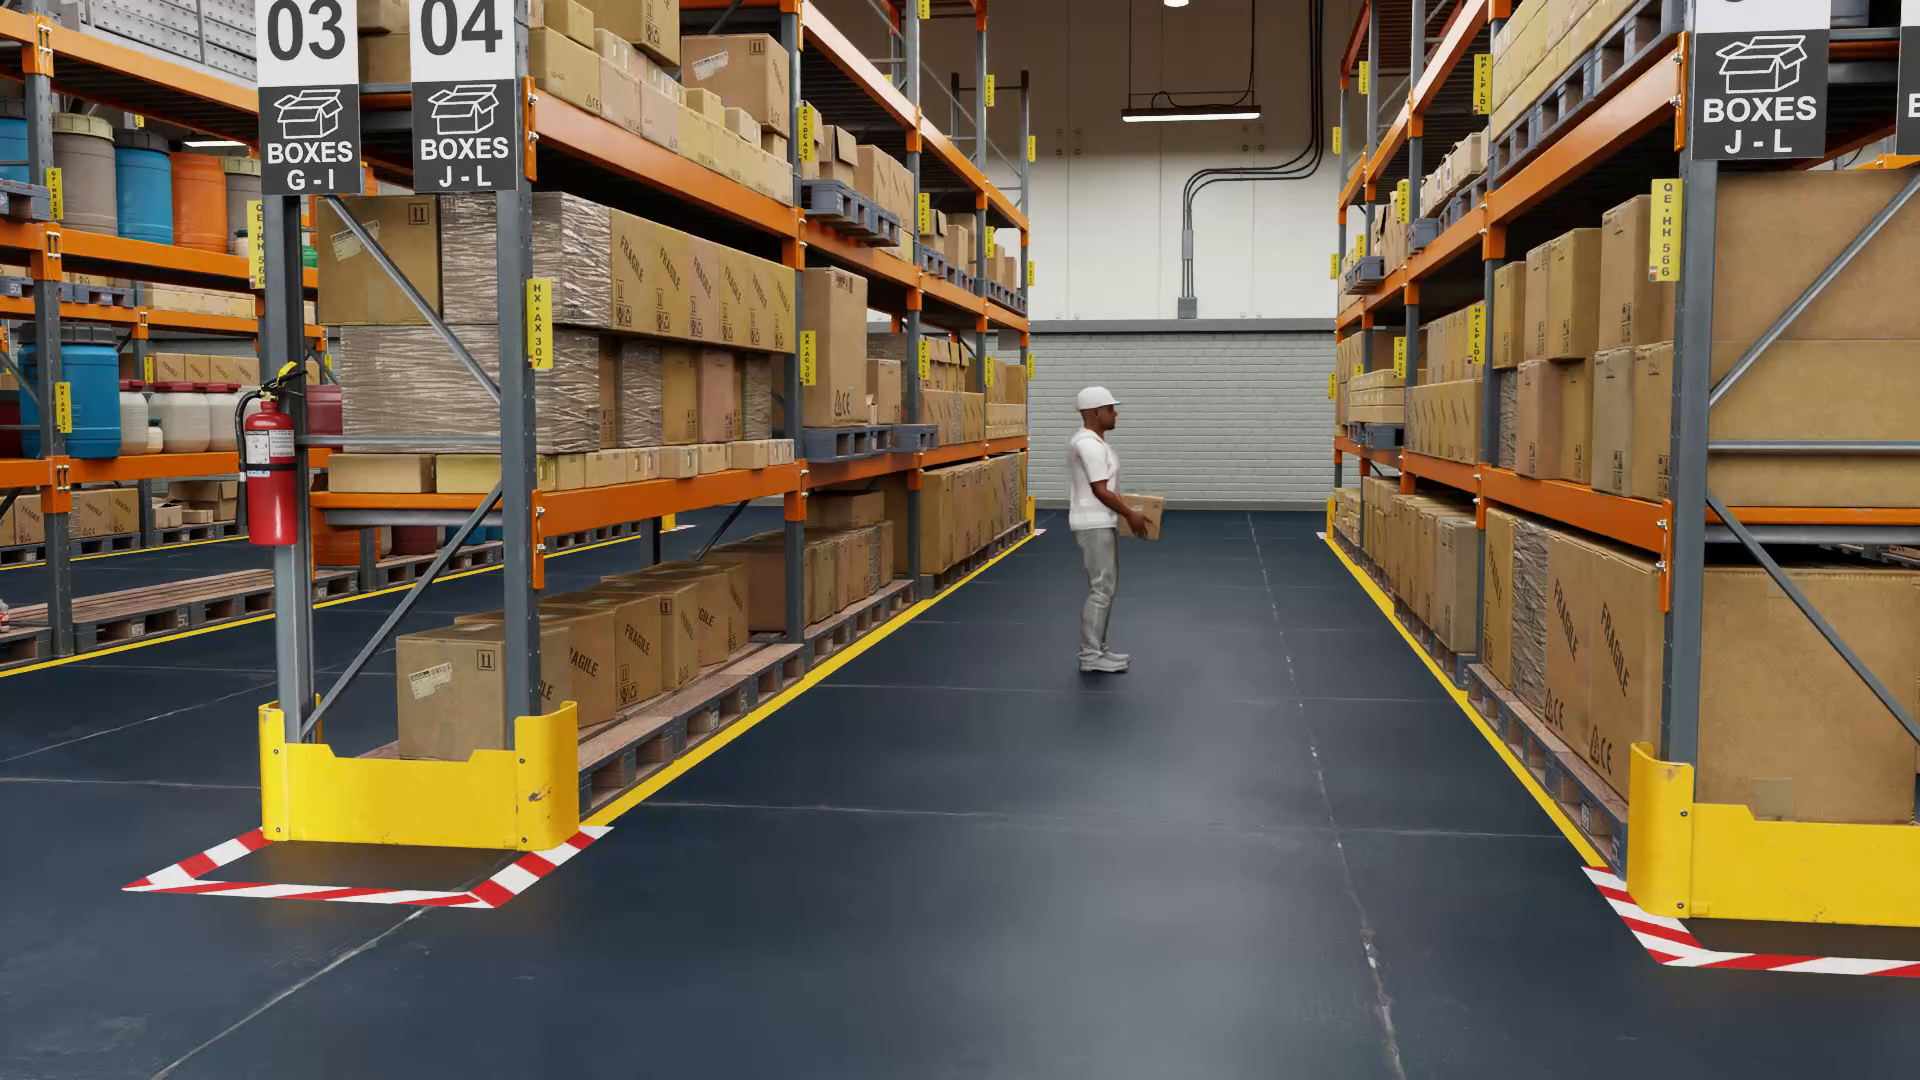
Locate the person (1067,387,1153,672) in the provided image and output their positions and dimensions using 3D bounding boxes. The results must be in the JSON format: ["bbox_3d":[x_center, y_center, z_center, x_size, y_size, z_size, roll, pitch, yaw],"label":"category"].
[{"bbox_3d":[0.944,-0.074,10.432,0.541,1.770,0.548,1,4,8],"label":"person"}]
